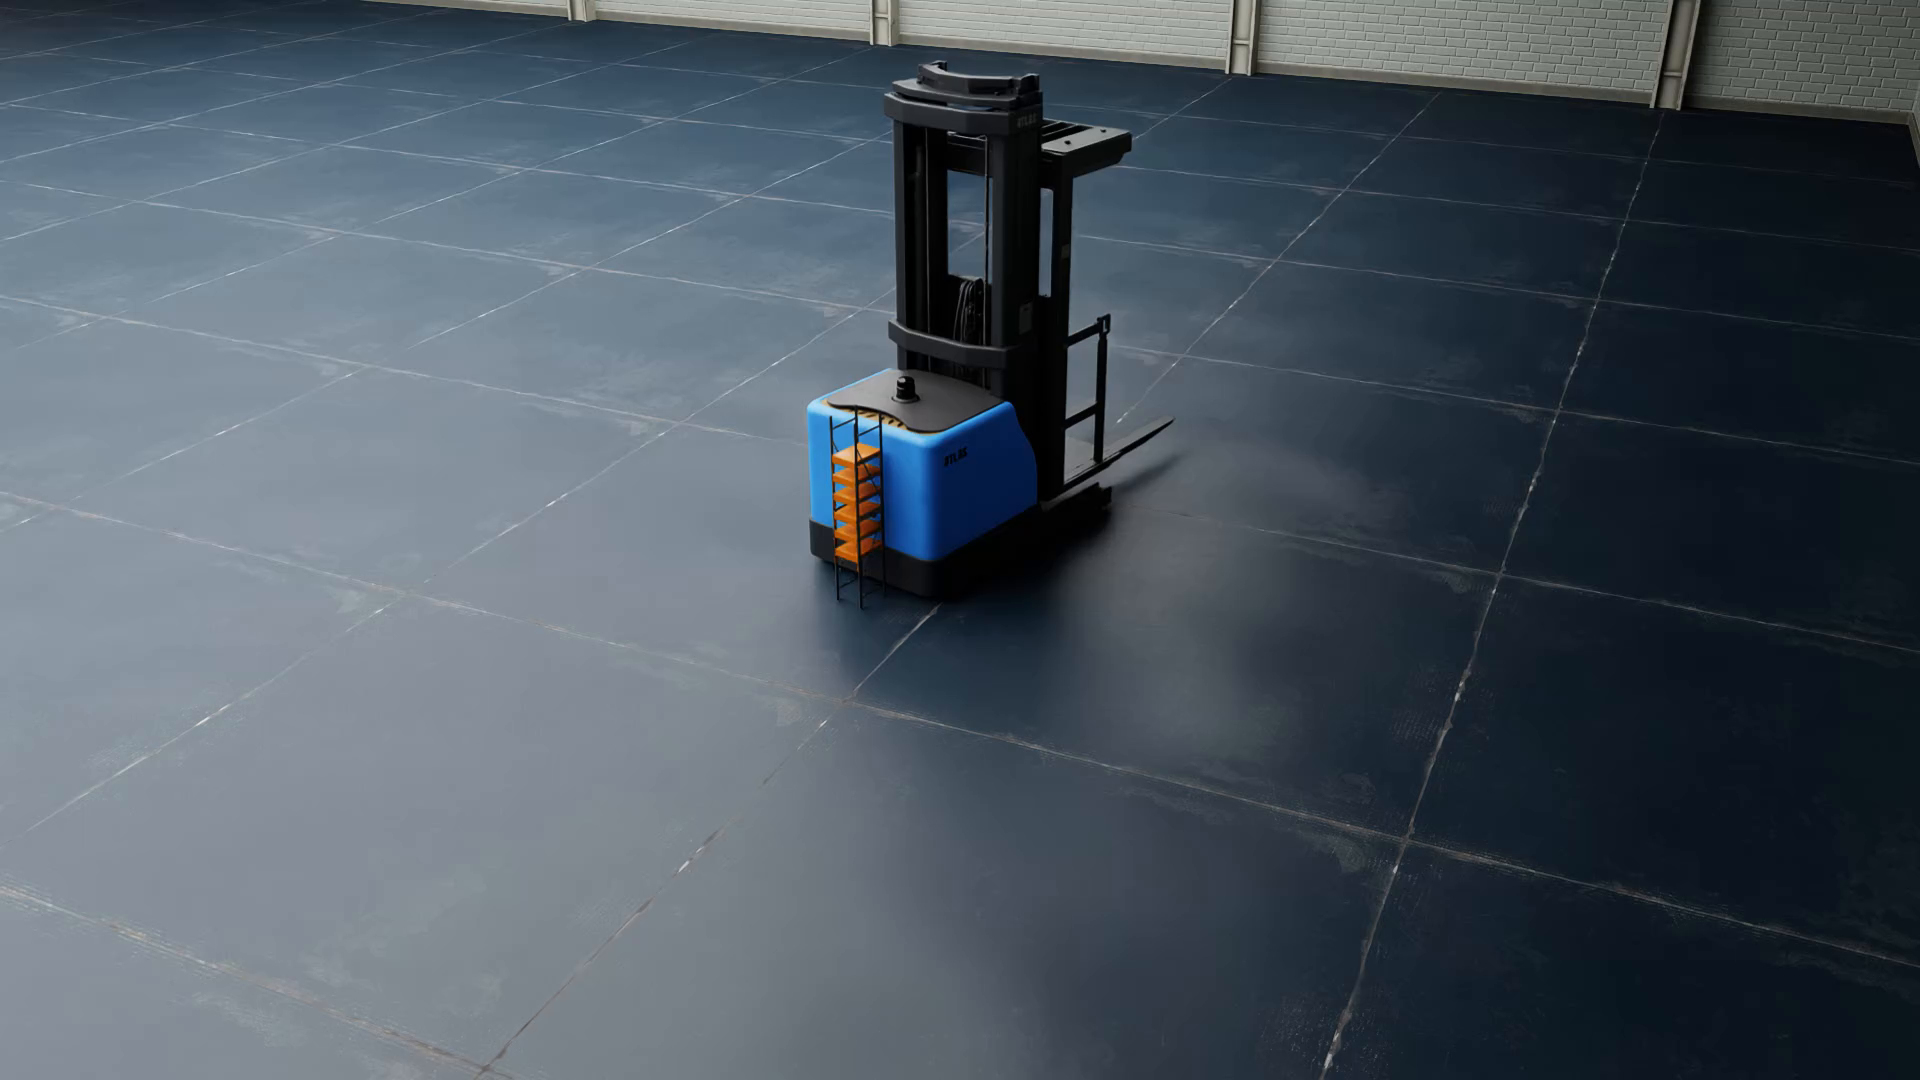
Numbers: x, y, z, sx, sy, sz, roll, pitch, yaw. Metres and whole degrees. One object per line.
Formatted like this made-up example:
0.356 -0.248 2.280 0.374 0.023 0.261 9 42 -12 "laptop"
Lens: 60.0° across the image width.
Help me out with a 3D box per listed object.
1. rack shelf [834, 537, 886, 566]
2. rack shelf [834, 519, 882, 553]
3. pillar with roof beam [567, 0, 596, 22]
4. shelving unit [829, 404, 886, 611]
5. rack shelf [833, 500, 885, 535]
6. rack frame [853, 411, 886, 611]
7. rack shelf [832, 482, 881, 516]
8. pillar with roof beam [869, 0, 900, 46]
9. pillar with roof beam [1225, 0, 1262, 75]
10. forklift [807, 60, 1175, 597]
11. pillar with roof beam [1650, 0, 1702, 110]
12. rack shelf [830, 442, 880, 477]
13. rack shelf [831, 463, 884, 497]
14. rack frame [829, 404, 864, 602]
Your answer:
-0.594 0.071 9.889 0.180 0.103 0.258 19 32 33 "rack shelf"
-0.595 -0.036 9.836 0.180 0.103 0.258 19 32 33 "rack shelf"
-8.476 -11.544 24.010 0.400 9.000 9.100 11 28 22 "pillar with roof beam"
-0.595 -0.183 9.762 0.189 1.200 0.258 19 32 33 "shelving unit"
-0.595 -0.143 9.782 0.180 0.103 0.258 19 32 33 "rack shelf"
-0.523 -0.158 9.712 0.006 1.200 0.240 19 32 33 "rack frame"
-0.595 -0.251 9.729 0.180 0.103 0.258 19 32 33 "rack shelf"
-3.015 -10.447 21.781 0.400 9.000 9.100 11 28 22 "pillar with roof beam"
2.447 -9.350 19.553 0.400 9.000 9.100 11 28 22 "pillar with roof beam"
0.362 -1.562 10.604 1.130 2.935 3.031 19 32 33 "forklift"
7.909 -8.253 17.325 0.400 9.000 9.100 11 28 22 "pillar with roof beam"
-0.596 -0.466 9.622 0.180 0.103 0.258 19 32 33 "rack shelf"
-0.596 -0.358 9.675 0.180 0.103 0.258 19 32 33 "rack shelf"
-0.667 -0.208 9.813 0.006 1.200 0.240 19 32 33 "rack frame"
